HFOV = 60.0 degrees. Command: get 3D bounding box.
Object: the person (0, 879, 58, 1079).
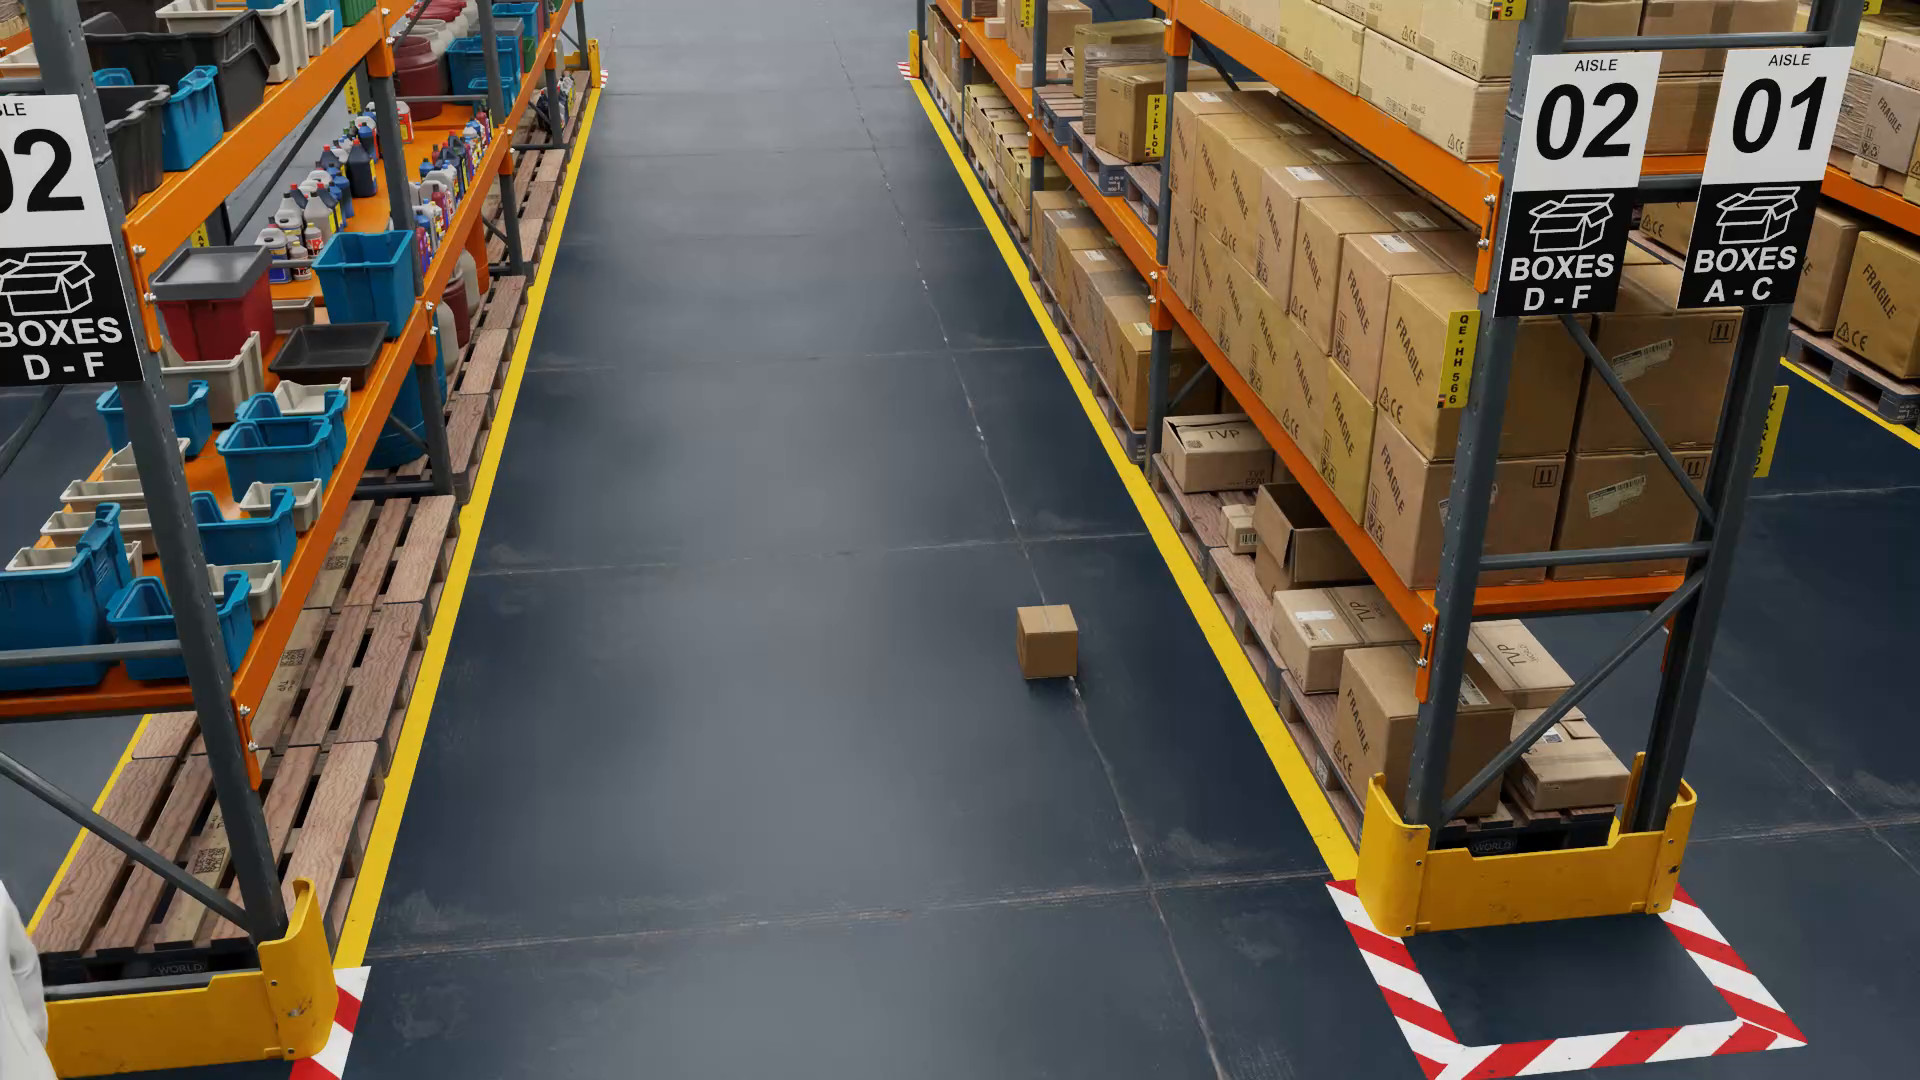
[{"bbox_3d":[-2.467,1.490,4.162,0.491,1.803,0.637,-7,28,-14],"label":"person"}]
